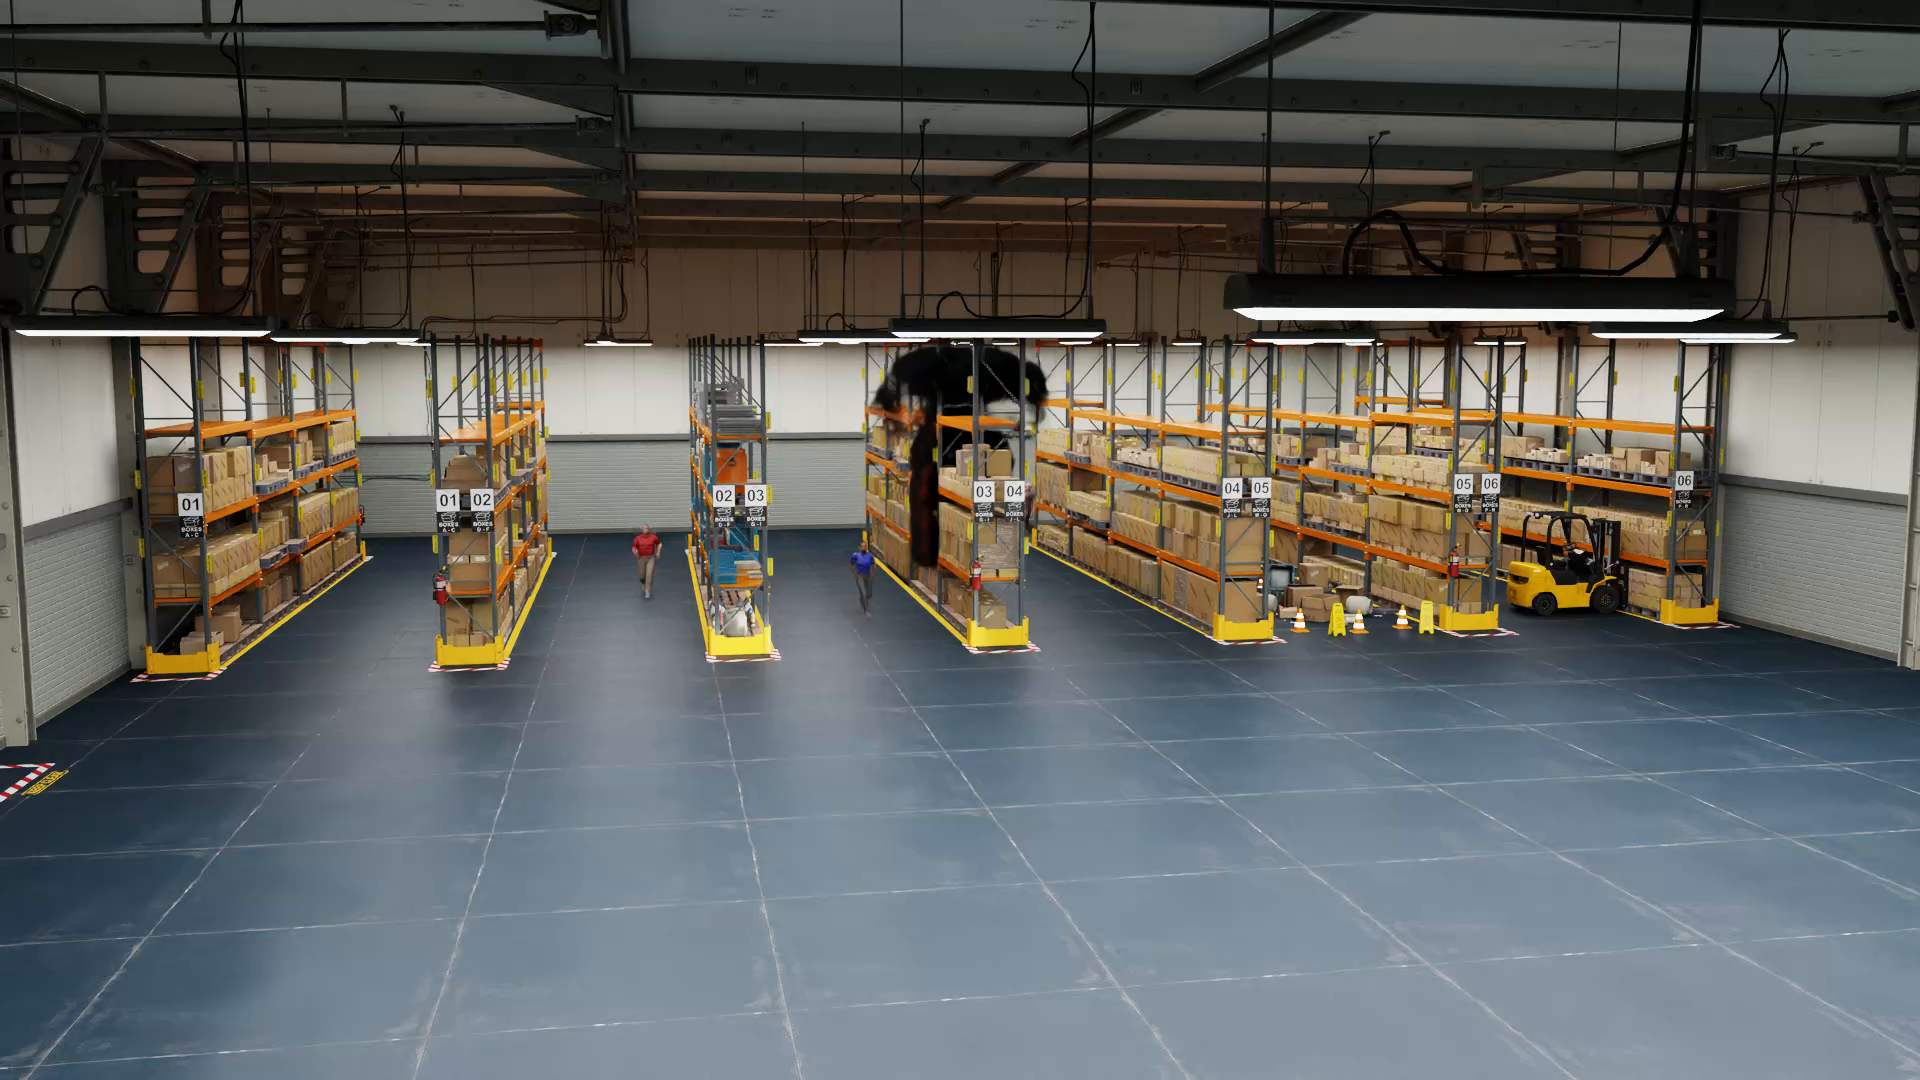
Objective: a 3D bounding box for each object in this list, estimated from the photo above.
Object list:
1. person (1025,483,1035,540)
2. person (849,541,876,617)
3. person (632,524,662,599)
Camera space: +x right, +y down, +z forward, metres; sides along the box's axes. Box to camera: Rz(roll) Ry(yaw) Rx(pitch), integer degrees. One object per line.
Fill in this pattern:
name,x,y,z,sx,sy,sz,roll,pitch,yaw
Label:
person,1.958,-0.786,49.408,0.899,1.827,0.739,-2,7,-17
person,-2.101,0.829,35.872,0.598,1.627,0.690,-2,7,-16
person,-7.248,0.478,38.515,0.678,1.692,0.917,-1,7,-7
